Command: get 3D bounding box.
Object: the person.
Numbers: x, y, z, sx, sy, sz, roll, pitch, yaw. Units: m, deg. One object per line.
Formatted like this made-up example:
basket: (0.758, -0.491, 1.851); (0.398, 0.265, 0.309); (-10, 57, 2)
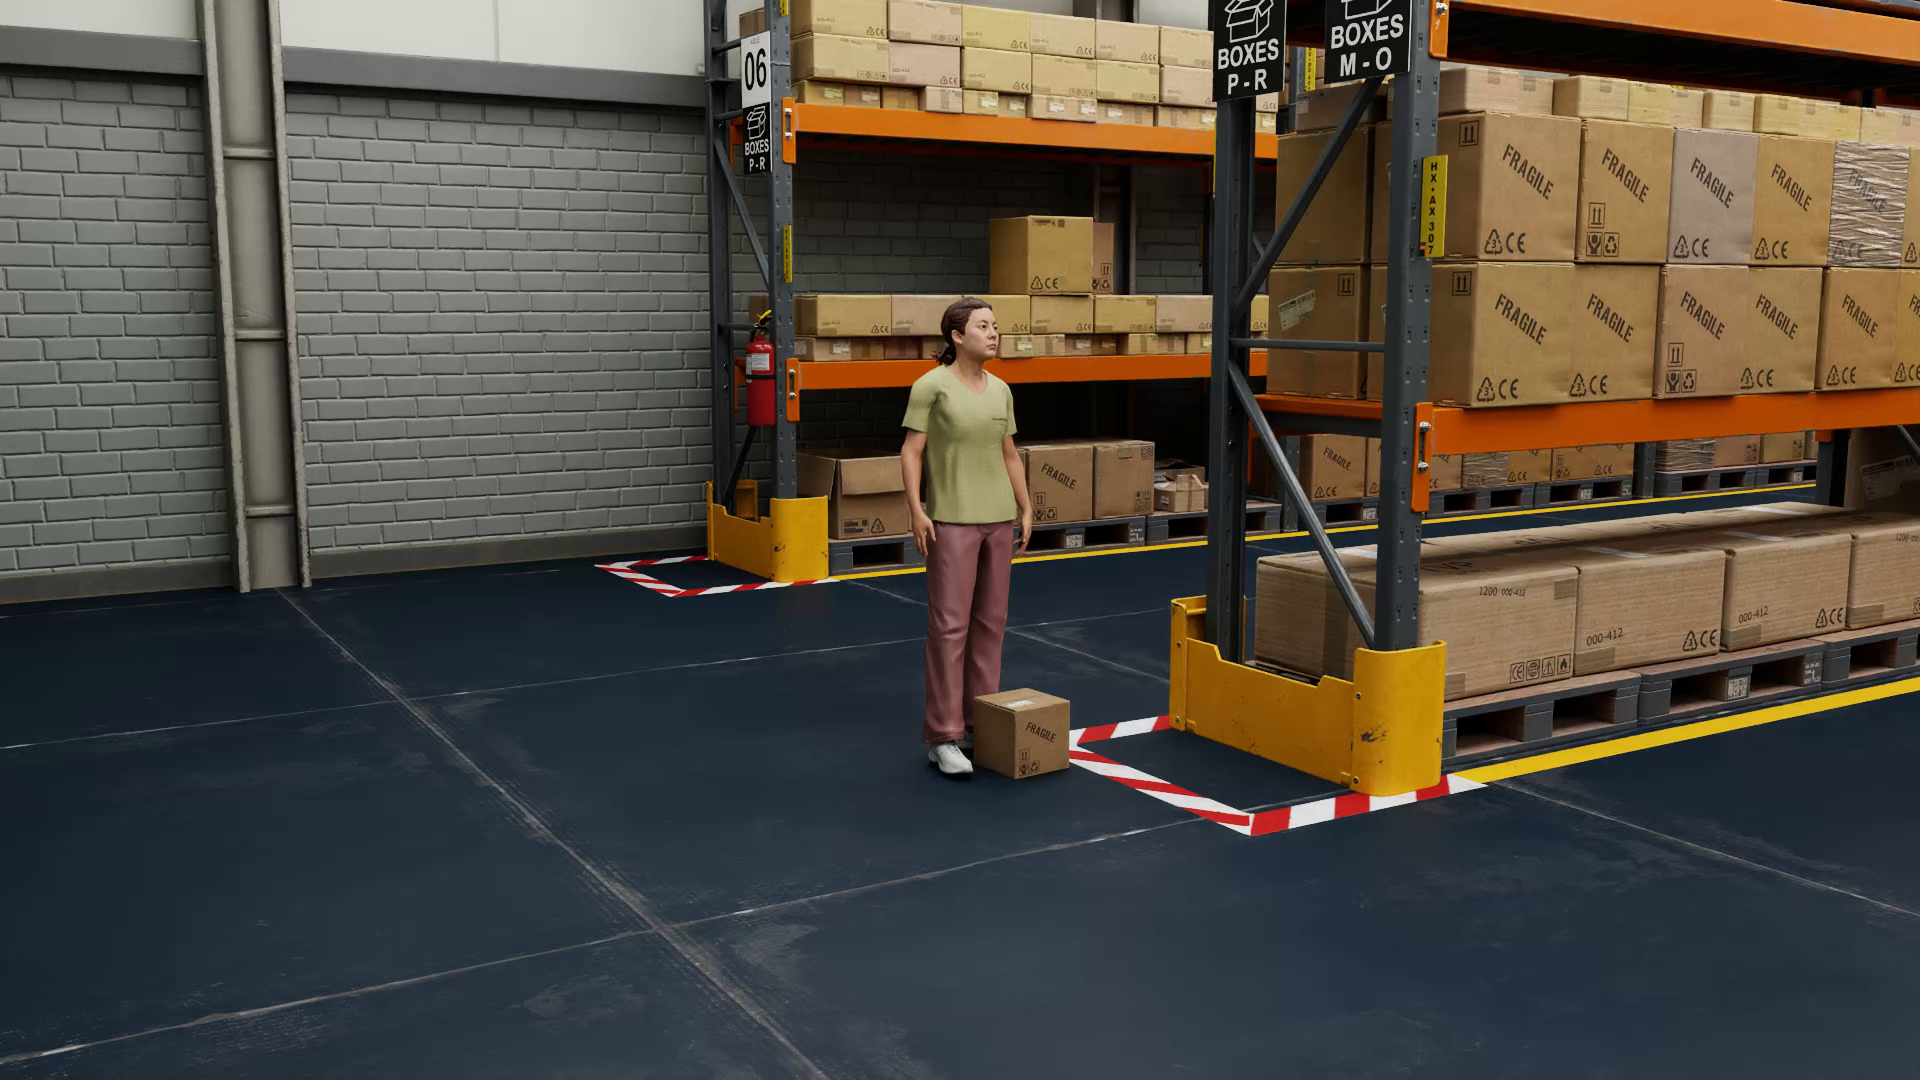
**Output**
person: (0.076, -0.032, 6.045); (0.554, 1.660, 0.529); (-6, 10, -34)
